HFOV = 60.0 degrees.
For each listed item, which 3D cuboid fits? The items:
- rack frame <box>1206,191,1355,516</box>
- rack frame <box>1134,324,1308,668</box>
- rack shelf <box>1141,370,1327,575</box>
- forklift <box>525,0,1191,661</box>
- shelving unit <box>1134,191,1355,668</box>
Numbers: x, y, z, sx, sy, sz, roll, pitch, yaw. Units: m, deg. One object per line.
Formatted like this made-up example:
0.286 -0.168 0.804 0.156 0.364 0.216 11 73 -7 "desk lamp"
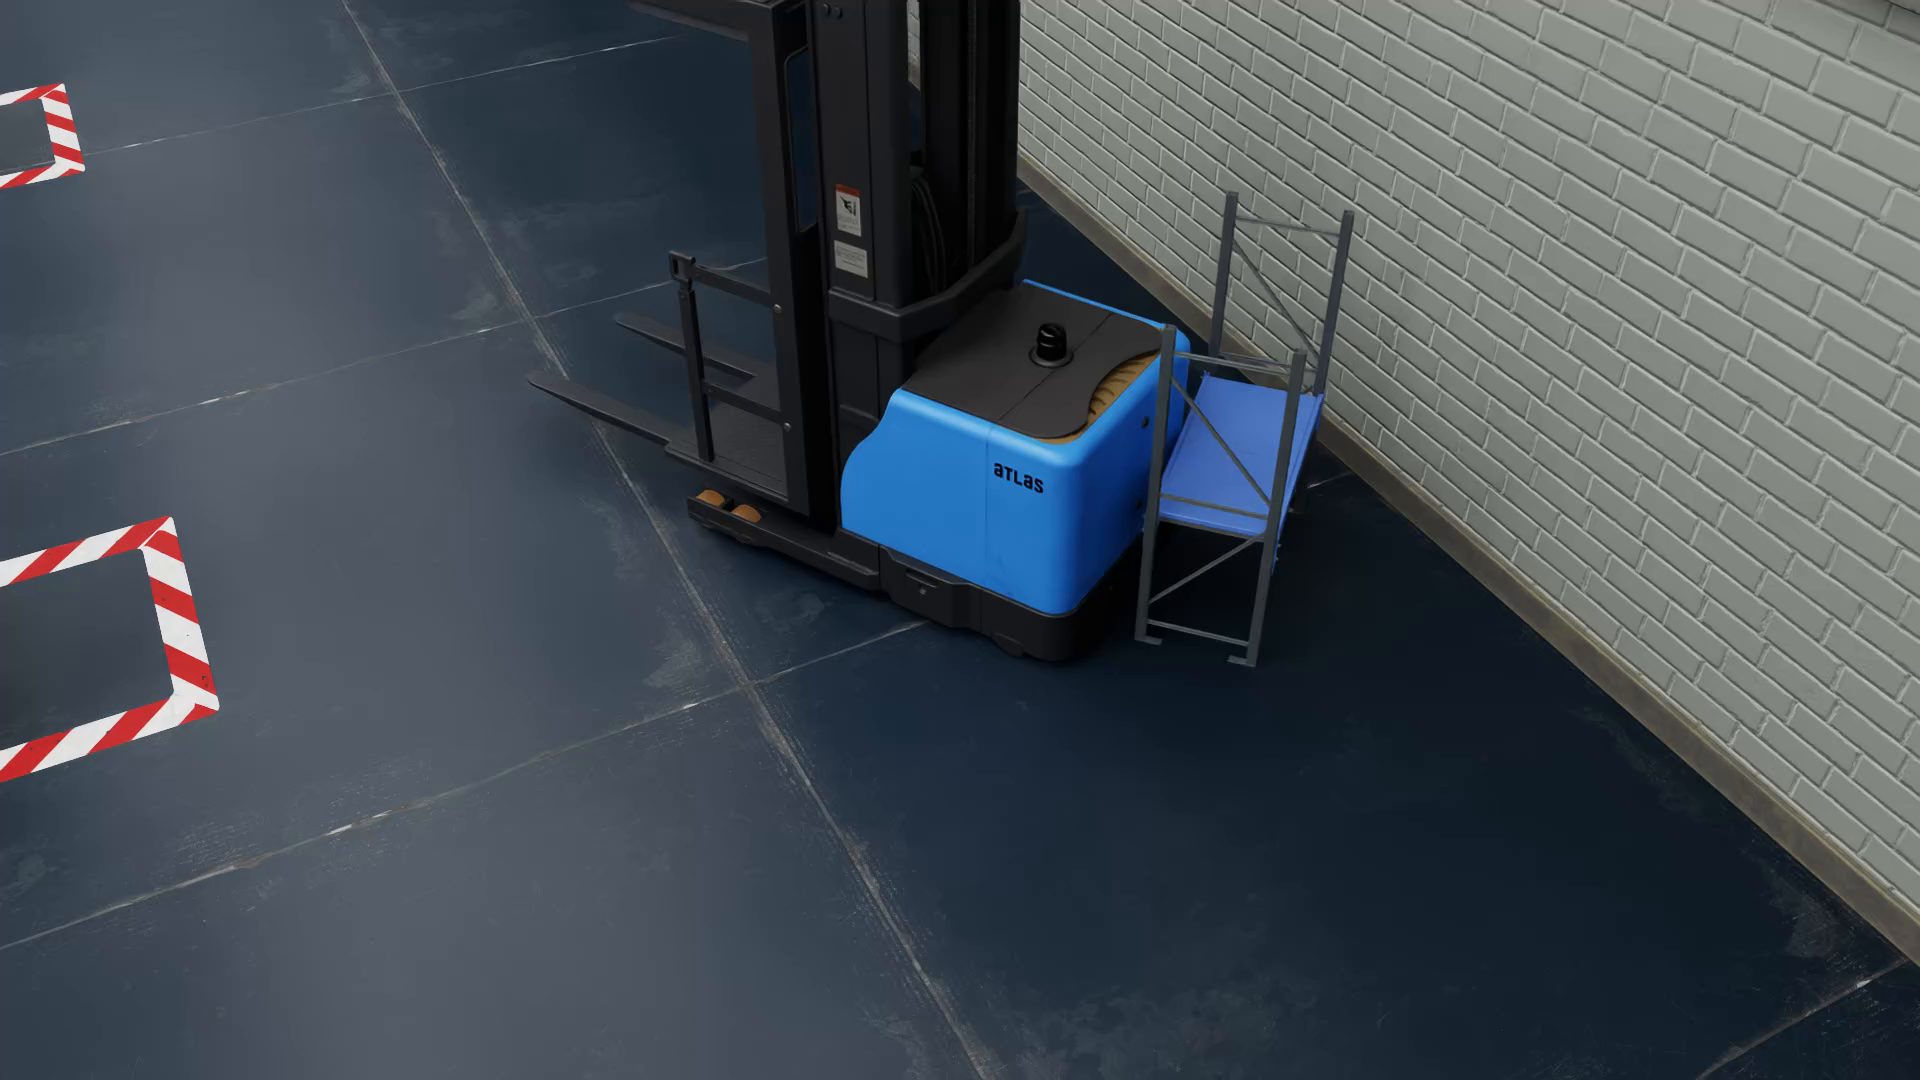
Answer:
1.288 -0.742 6.966 0.500 1.500 0.032 13 42 15 "rack frame"
0.950 -0.123 6.234 0.500 1.500 0.032 13 42 15 "rack frame"
1.119 -0.295 6.716 0.538 0.185 1.000 13 42 15 "rack shelf"
-0.591 -1.369 6.599 3.031 2.935 1.130 22 45 24 "forklift"
1.119 -0.432 6.600 0.538 1.500 1.048 13 42 15 "shelving unit"
